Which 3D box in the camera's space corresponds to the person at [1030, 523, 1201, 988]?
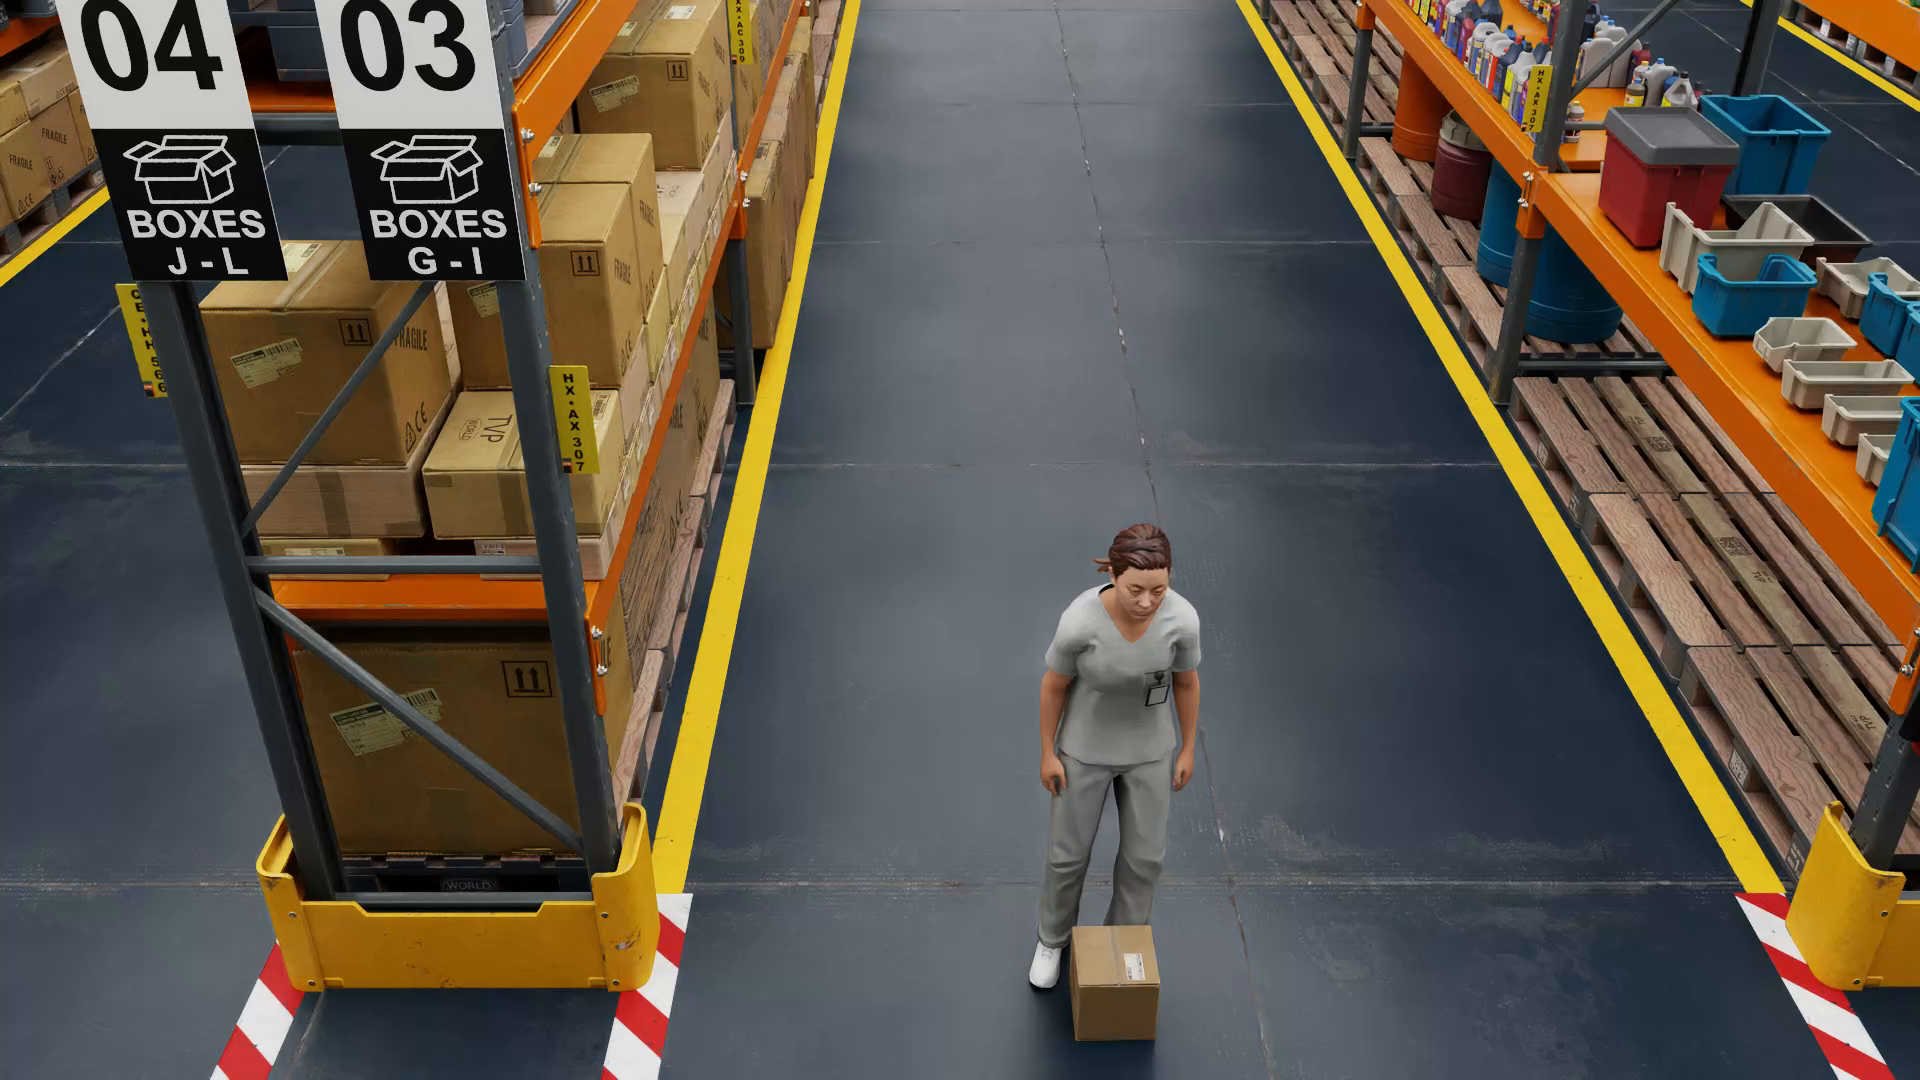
[{"bbox_3d":[0.475,0.671,5.048,0.507,1.671,0.416,-2,32,-3],"label":"person"}]
